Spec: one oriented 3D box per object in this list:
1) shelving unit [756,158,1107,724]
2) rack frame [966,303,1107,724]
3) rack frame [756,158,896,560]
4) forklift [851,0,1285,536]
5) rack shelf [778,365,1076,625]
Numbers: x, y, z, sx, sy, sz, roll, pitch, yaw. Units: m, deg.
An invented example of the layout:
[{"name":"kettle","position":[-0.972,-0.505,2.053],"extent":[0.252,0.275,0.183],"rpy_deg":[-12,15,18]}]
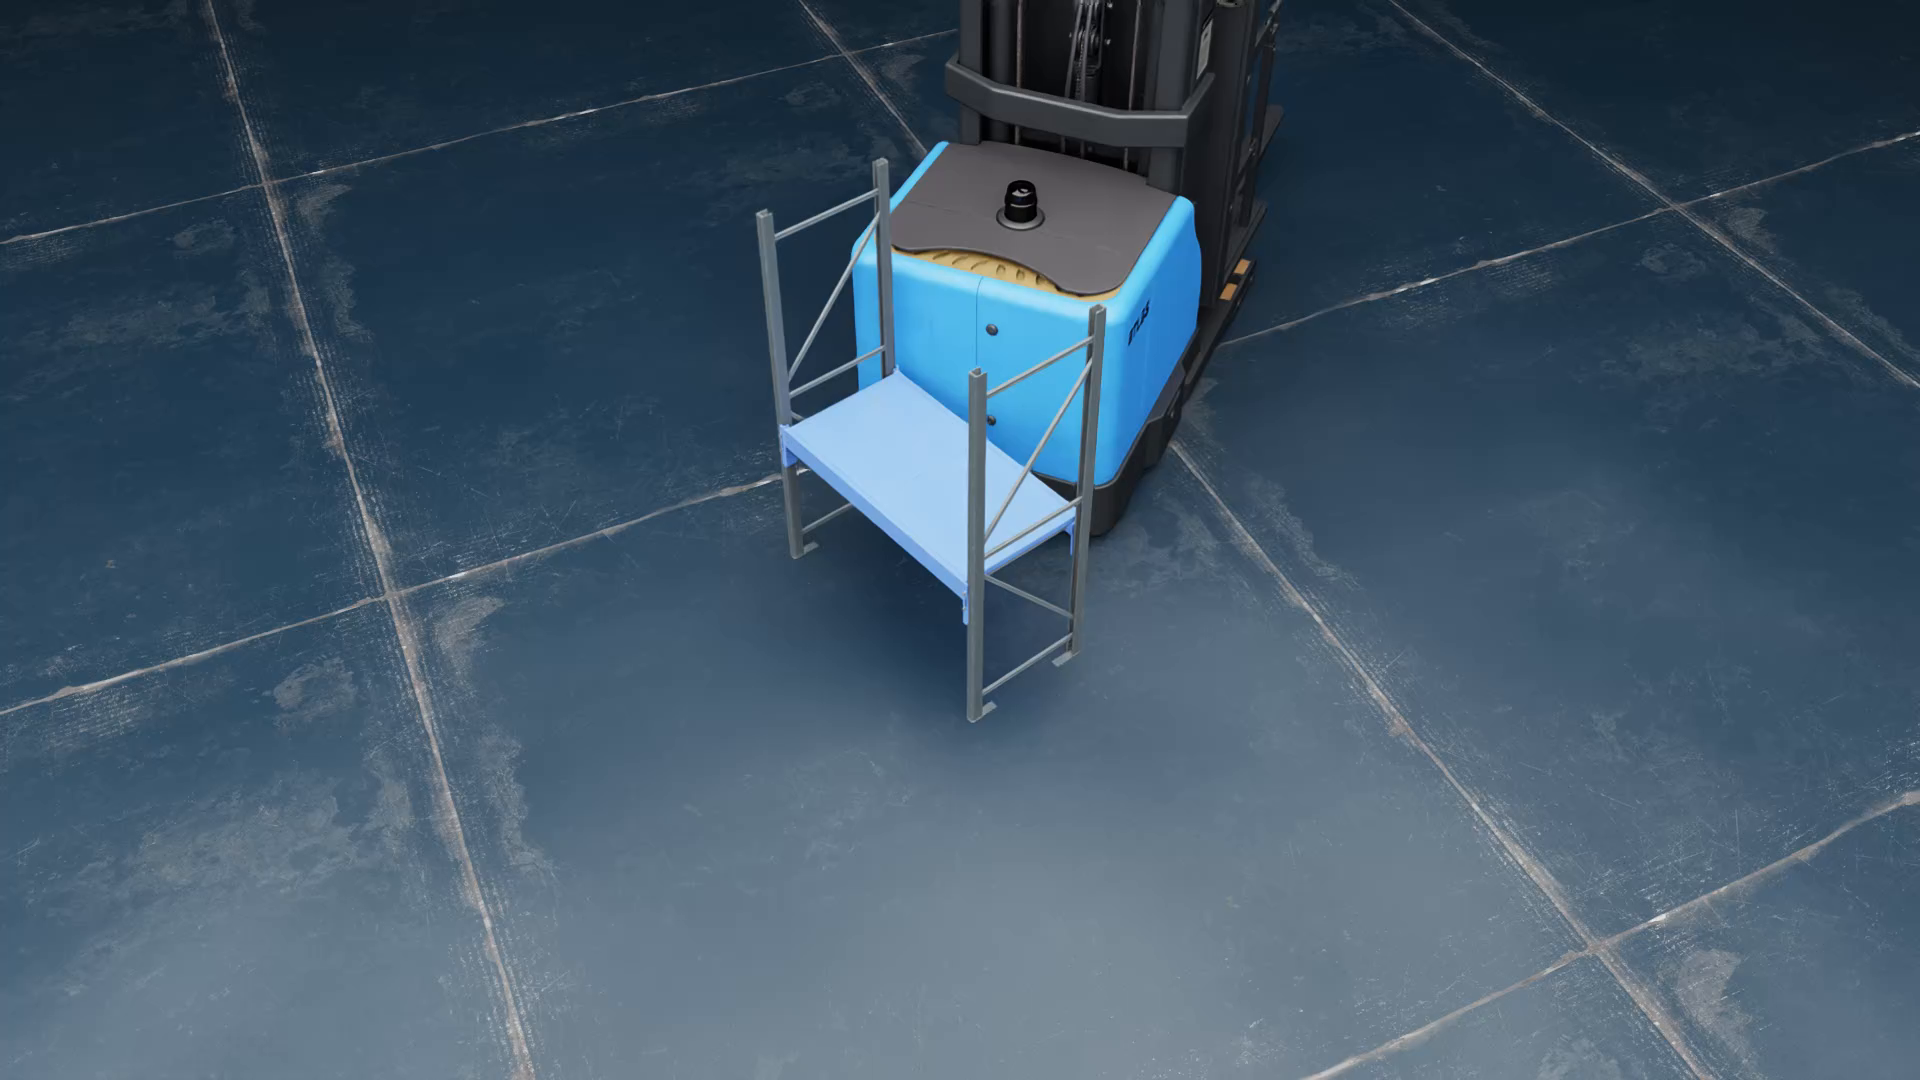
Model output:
[{"name":"shelving unit","position":[-0.104,-0.306,5.492],"extent":[0.538,1.500,1.048],"rpy_deg":[-31,52,-27]},{"name":"rack frame","position":[0.224,-0.033,5.215],"extent":[0.500,1.500,0.032],"rpy_deg":[-31,52,-27]},{"name":"rack frame","position":[-0.431,-0.579,5.769],"extent":[0.500,1.500,0.032],"rpy_deg":[-31,52,-27]},{"name":"forklift","position":[0.657,-2.104,6.296],"extent":[1.130,2.935,3.031],"rpy_deg":[17,47,16]},{"name":"rack shelf","position":[-0.104,-0.178,5.619],"extent":[0.538,0.185,1.000],"rpy_deg":[-31,52,-27]}]
